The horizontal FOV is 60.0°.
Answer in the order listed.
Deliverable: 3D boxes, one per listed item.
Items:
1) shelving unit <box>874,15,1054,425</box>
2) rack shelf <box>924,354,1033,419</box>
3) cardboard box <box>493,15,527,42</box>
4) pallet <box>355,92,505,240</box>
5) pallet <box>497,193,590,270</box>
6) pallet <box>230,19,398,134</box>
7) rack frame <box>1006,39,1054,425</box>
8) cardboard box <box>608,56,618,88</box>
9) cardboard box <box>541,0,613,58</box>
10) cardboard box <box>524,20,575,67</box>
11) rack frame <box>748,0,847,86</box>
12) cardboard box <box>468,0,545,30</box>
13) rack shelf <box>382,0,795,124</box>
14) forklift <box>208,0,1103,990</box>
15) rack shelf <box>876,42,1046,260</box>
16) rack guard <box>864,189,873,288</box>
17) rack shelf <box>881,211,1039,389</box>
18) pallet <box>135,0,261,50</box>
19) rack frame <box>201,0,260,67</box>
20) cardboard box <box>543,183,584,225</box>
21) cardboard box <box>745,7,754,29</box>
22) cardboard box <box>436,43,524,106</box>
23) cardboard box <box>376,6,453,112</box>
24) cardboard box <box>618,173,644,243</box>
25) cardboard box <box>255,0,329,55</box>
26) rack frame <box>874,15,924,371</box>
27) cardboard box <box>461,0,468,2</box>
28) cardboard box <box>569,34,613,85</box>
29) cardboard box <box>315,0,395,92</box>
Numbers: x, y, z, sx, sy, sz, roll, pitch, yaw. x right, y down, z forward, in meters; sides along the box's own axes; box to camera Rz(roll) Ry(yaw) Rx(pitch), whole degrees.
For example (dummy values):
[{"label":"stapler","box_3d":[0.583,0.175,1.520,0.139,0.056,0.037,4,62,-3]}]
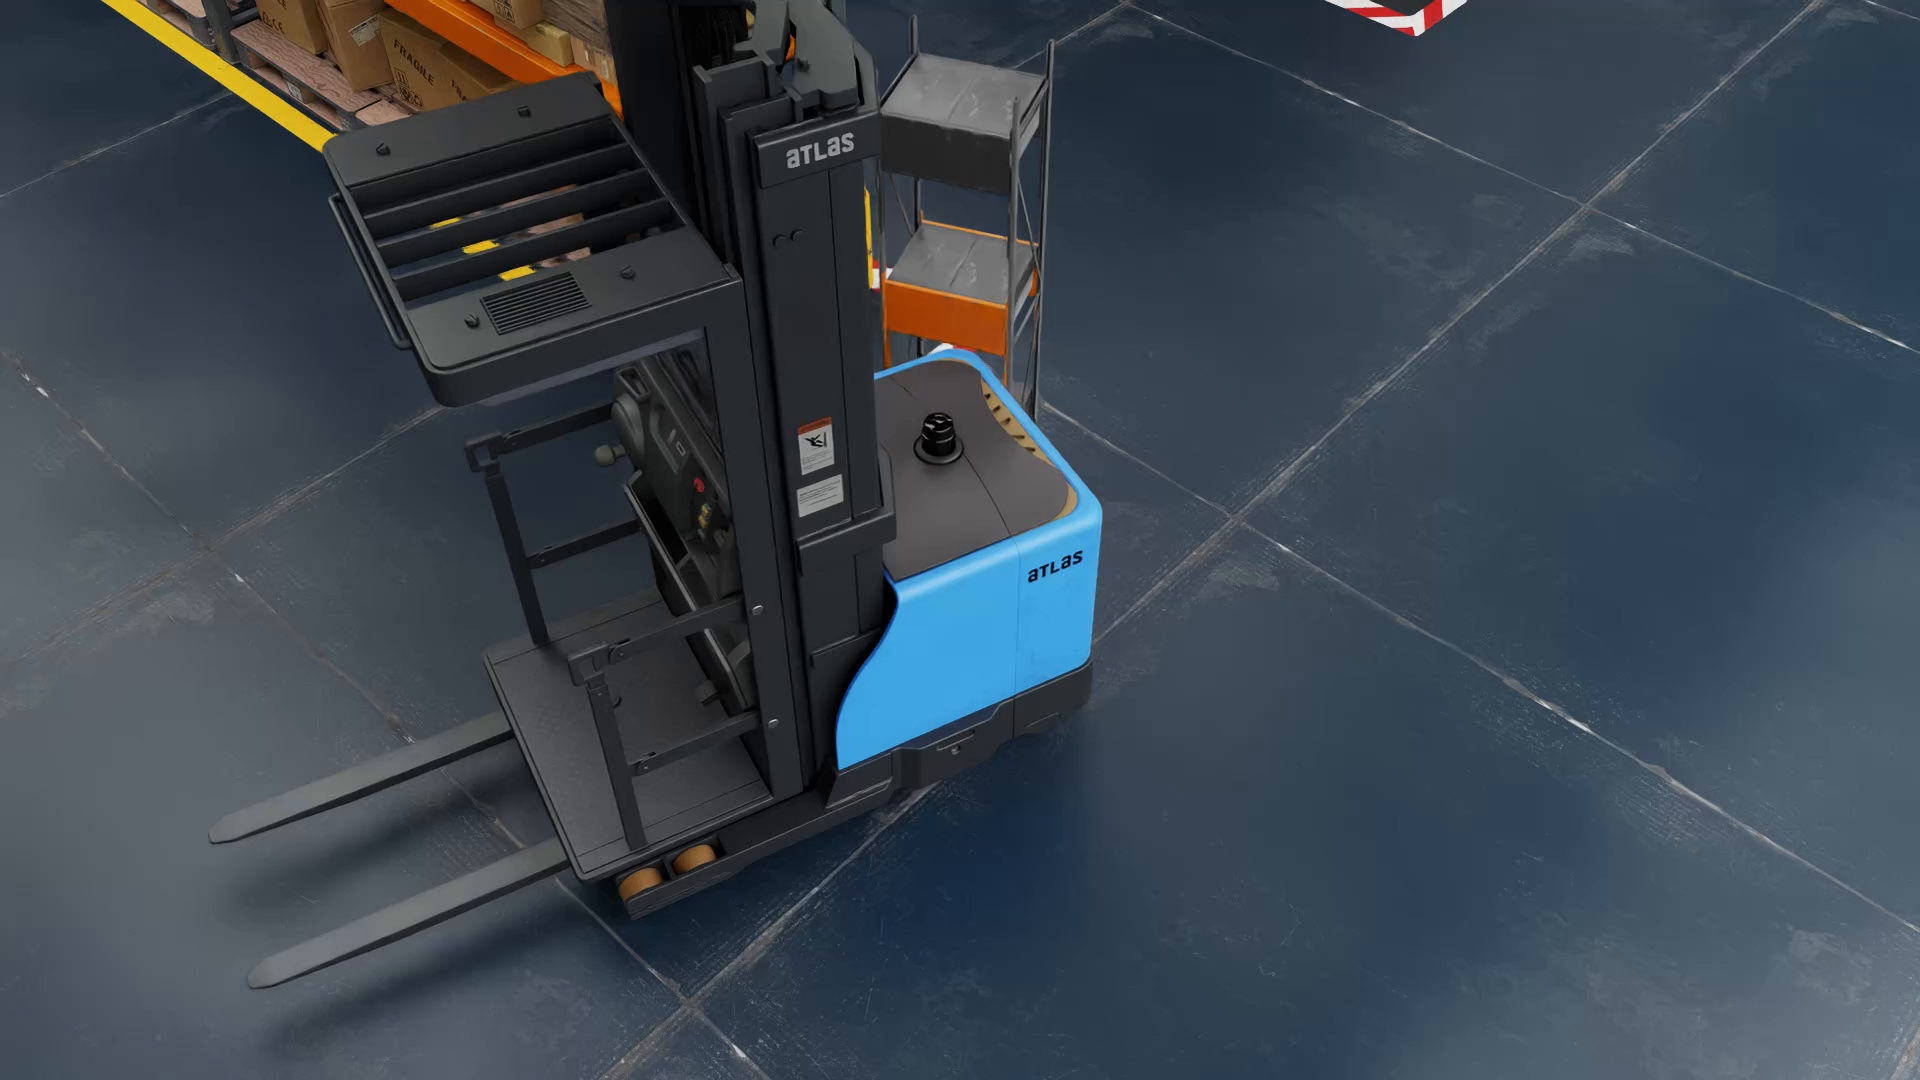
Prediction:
[{"label":"shelving unit","box_3d":[0.011,-0.871,6.235,0.503,2.100,0.431,14,48,13]},{"label":"rack shelf","box_3d":[0.010,-0.382,6.755,0.480,0.518,0.431,14,48,13]},{"label":"cardboard box","box_3d":[-1.783,-2.306,7.139,0.250,0.149,0.380,34,55,28]},{"label":"pallet","box_3d":[-2.379,-2.117,8.702,1.213,0.211,1.003,34,55,28]},{"label":"pallet","box_3d":[-1.487,-1.514,8.135,1.213,0.211,1.003,34,55,28]},{"label":"pallet","box_3d":[-3.280,-2.720,9.268,1.213,0.211,1.003,34,55,28]},{"label":"rack frame","box_3d":[0.241,-0.812,6.180,0.015,2.100,0.400,14,48,13]},{"label":"cardboard box","box_3d":[-1.207,-1.955,6.808,0.250,0.149,0.380,34,55,28]},{"label":"cardboard box","box_3d":[-1.243,-2.433,6.813,0.500,0.500,0.875,34,55,28]},{"label":"cardboard box","box_3d":[-1.609,-2.174,7.015,0.250,0.149,0.380,34,55,28]},{"label":"rack frame","box_3d":[-0.858,-2.010,6.688,0.127,3.000,1.000,34,55,28]},{"label":"cardboard box","box_3d":[-1.692,-2.616,6.984,0.500,0.500,0.875,34,55,28]},{"label":"rack shelf","box_3d":[-2.328,-2.753,7.879,4.000,0.370,1.077,34,55,28]},{"label":"forklift","box_3d":[-1.056,-0.174,5.011,3.031,2.935,1.130,-21,50,-19]},{"label":"rack shelf","box_3d":[0.011,-1.341,5.735,0.480,0.518,0.431,14,48,13]},{"label":"rack guard","box_3d":[-0.914,-1.192,7.635,0.348,0.500,1.175,34,55,28]},{"label":"rack shelf","box_3d":[0.011,-0.861,6.245,0.480,0.518,0.431,14,48,13]},{"label":"pallet","box_3d":[-4.370,-3.418,9.923,1.213,0.211,1.003,34,55,28]},{"label":"rack frame","box_3d":[-3.797,-3.988,8.545,0.127,3.000,1.000,34,55,28]},{"label":"cardboard box","box_3d":[-1.768,-1.893,8.005,0.500,0.500,0.500,-25,52,-21]},{"label":"cardboard box","box_3d":[-0.906,-2.193,7.032,0.250,0.149,0.380,34,55,28]},{"label":"cardboard box","box_3d":[-2.215,-2.213,8.305,0.500,0.500,0.500,-33,55,-27]},{"label":"cardboard box","box_3d":[-2.595,-2.513,8.587,0.500,0.500,0.500,29,53,25]},{"label":"cardboard box","box_3d":[-1.305,-1.616,7.745,0.500,0.500,0.500,-28,53,-24]},{"label":"cardboard box","box_3d":[-3.531,-3.057,9.098,0.500,0.500,0.500,32,55,27]},{"label":"rack frame","box_3d":[-0.220,-0.929,6.291,0.015,2.100,0.400,14,48,13]},{"label":"cardboard box","box_3d":[-2.137,-2.564,7.380,0.250,0.149,0.380,34,55,28]},{"label":"cardboard box","box_3d":[-1.391,-2.078,6.925,0.250,0.149,0.380,34,55,28]},{"label":"cardboard box","box_3d":[-3.104,-2.778,8.836,0.500,0.500,0.500,-22,51,-19]}]
